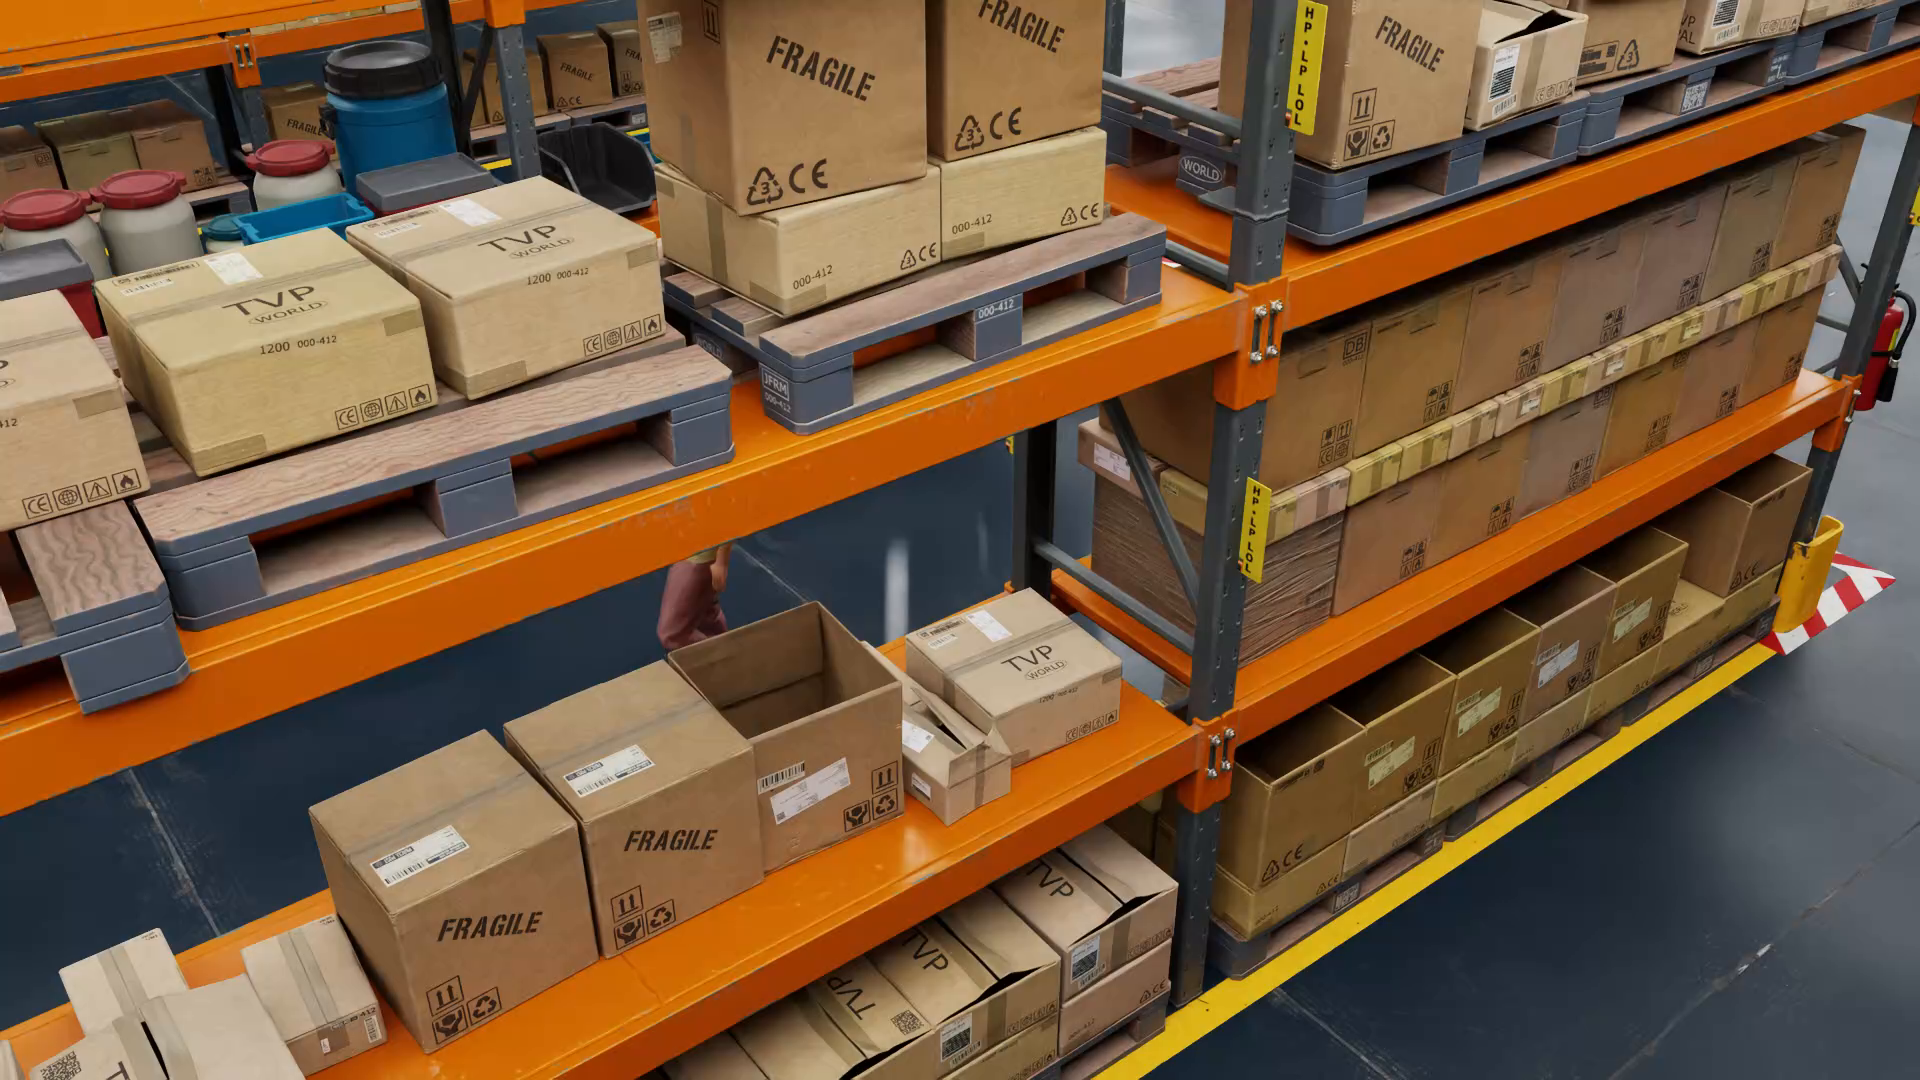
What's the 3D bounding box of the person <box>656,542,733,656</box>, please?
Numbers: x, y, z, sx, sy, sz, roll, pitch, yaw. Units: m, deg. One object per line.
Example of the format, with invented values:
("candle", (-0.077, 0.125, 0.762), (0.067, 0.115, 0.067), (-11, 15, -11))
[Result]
("person", (-1.126, 0.037, 7.044), (0.404, 1.684, 0.509), (-8, 33, -12))
